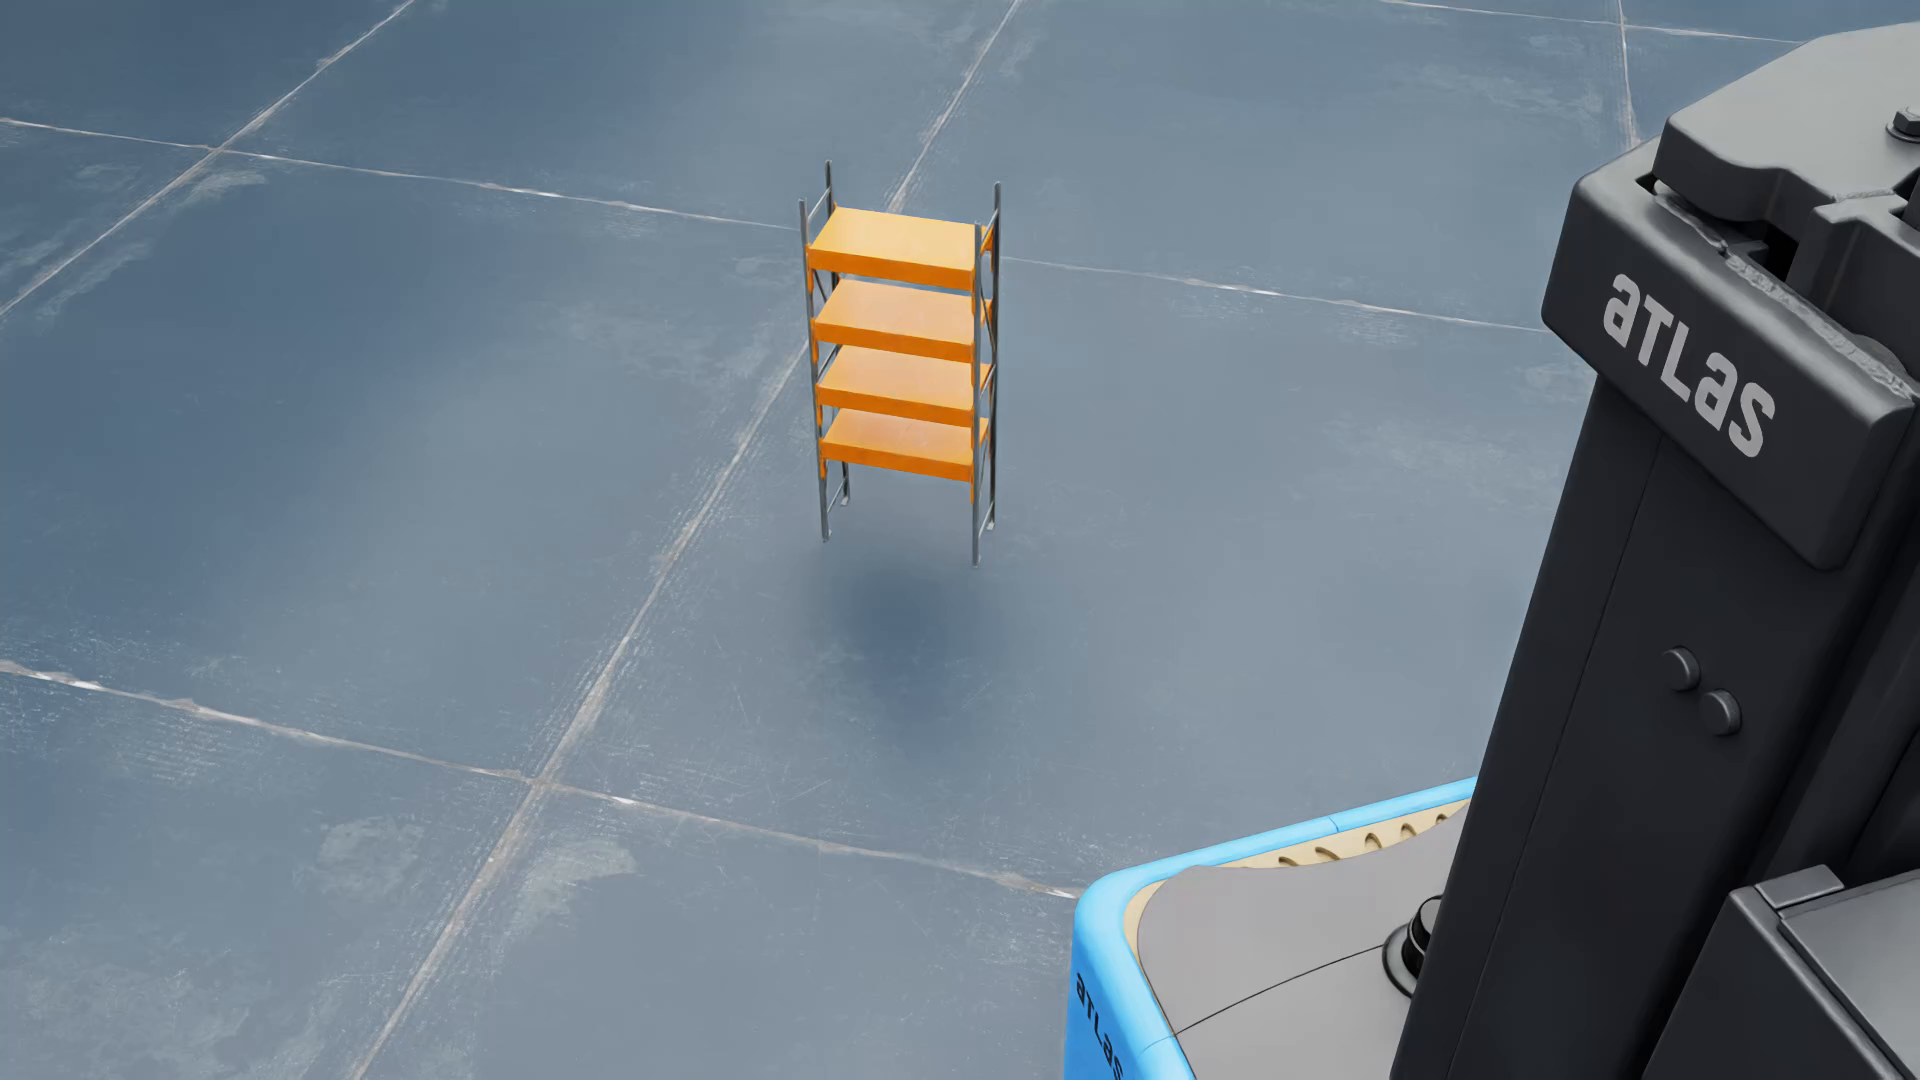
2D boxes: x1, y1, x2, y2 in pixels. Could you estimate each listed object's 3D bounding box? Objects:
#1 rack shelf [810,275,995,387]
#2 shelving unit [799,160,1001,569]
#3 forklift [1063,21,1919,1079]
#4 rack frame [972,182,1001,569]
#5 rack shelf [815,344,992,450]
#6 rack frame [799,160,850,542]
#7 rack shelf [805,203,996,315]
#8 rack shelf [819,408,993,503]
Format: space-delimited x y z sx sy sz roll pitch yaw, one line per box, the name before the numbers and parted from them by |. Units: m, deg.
rack shelf | -0.160 -0.607 4.796 0.480 0.148 0.258 10 41 11
shelving unit | -0.160 -0.487 4.897 0.503 1.200 0.258 10 41 11
forklift | 1.119 1.099 1.663 1.130 2.935 3.031 -12 41 -14
rack frame | 0.076 -0.446 4.849 0.015 1.200 0.240 10 41 11
rack shelf | -0.160 -0.435 4.940 0.480 0.148 0.258 10 41 11
rack frame | -0.396 -0.528 4.945 0.015 1.200 0.240 10 41 11
rack shelf | -0.160 -0.788 4.644 0.480 0.148 0.258 10 41 11
rack shelf | -0.160 -0.283 5.068 0.480 0.148 0.258 10 41 11
